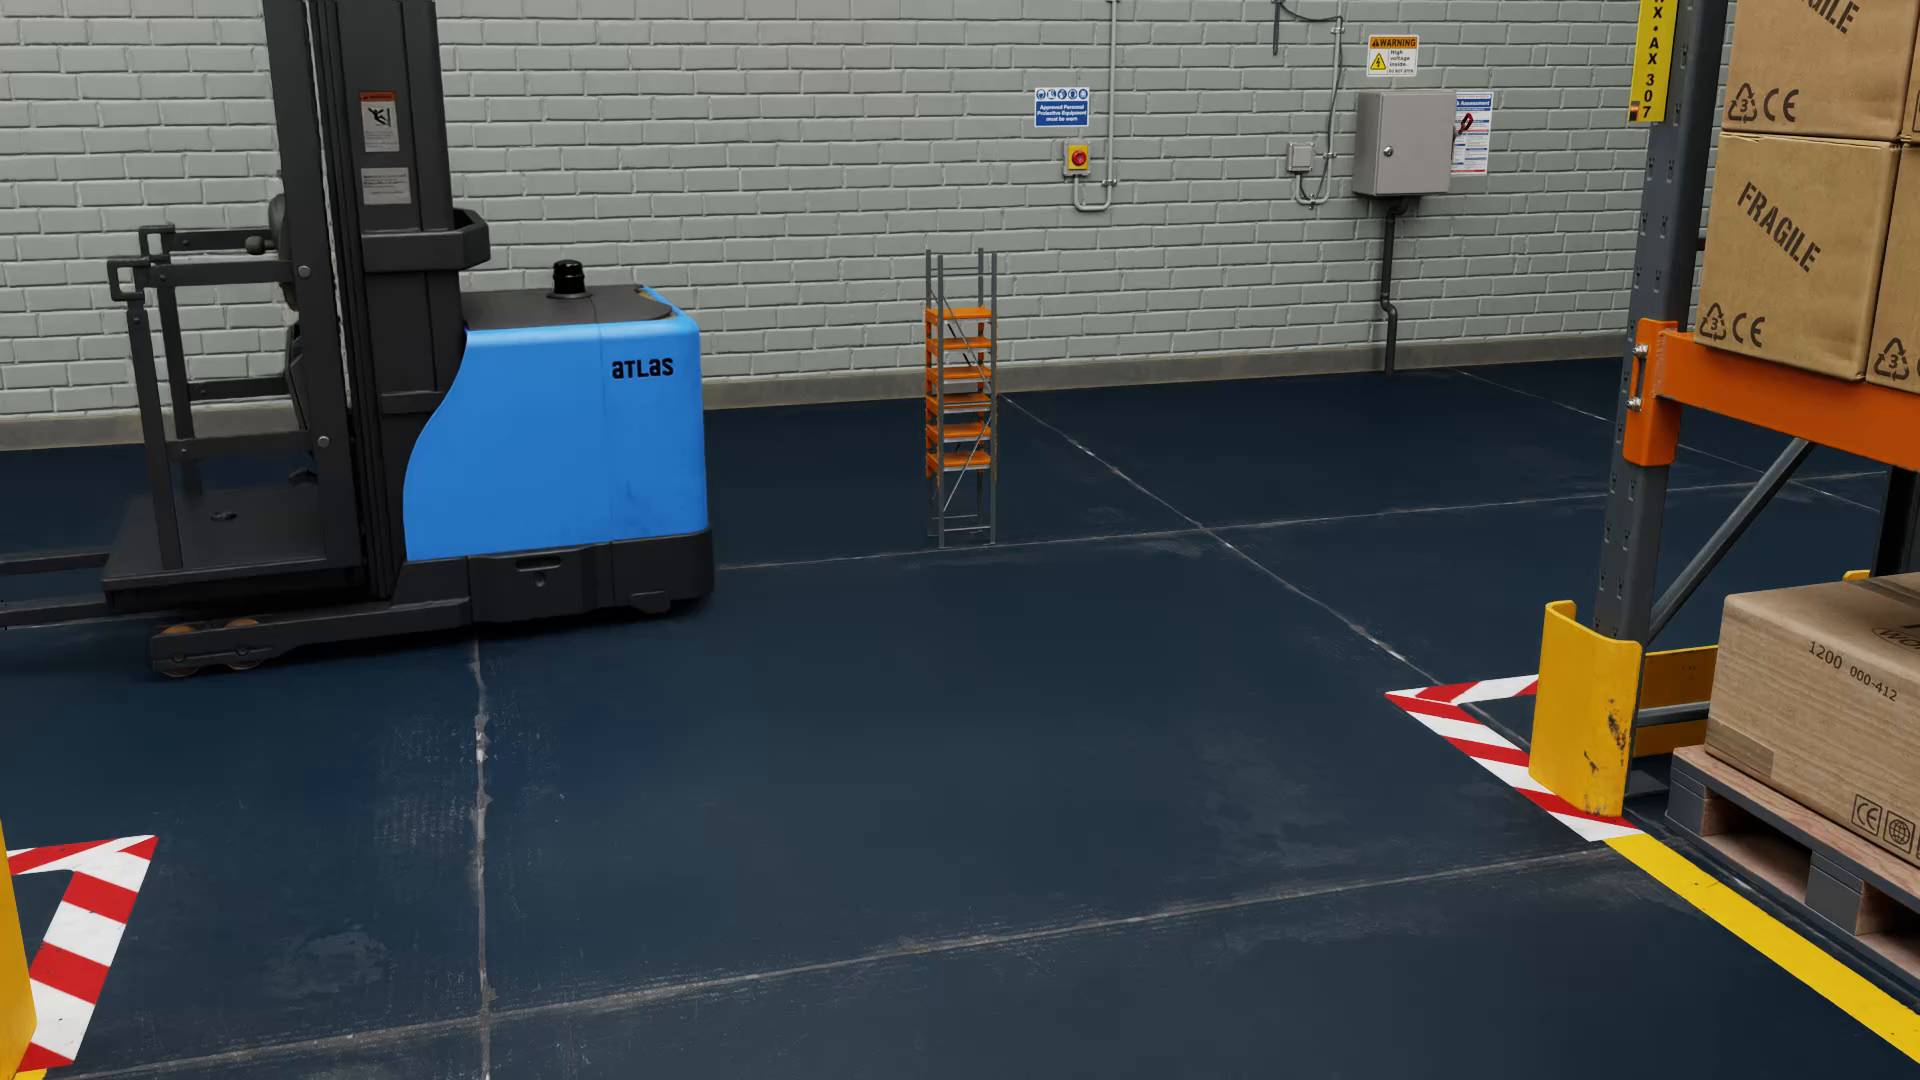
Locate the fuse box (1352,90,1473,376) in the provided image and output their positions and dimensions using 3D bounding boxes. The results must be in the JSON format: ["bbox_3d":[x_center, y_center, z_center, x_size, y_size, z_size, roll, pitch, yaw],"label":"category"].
[{"bbox_3d":[2.706,-1.840,10.102,0.539,1.711,0.414,-5,17,-15],"label":"fuse box"}]

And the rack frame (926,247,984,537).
[{"bbox_3d":[-0.021,-0.596,6.850,0.240,1.200,0.006,-5,17,-15],"label":"rack frame"}]

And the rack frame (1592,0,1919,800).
[{"bbox_3d":[2.218,-0.773,4.312,1.000,3.000,0.127,-5,17,-15],"label":"rack frame"}]

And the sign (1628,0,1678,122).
[{"bbox_3d":[1.683,-1.183,4.035,0.100,0.325,0.005,-5,17,-15],"label":"sign"}]

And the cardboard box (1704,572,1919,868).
[{"bbox_3d":[2.496,0.428,4.038,0.875,0.438,0.875,-5,18,-17],"label":"cardboard box"}]

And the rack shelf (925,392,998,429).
[{"bbox_3d":[0.004,-0.528,6.779,0.258,0.103,0.180,-5,17,-15],"label":"rack shelf"}]

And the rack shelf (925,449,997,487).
[{"bbox_3d":[0.004,-0.298,6.848,0.258,0.103,0.180,-5,17,-15],"label":"rack shelf"}]

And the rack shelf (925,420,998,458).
[{"bbox_3d":[0.004,-0.413,6.813,0.258,0.103,0.180,-5,17,-15],"label":"rack shelf"}]

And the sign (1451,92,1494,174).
[{"bbox_3d":[3.124,-2.507,10.251,0.329,0.494,0.001,-5,17,-15],"label":"sign"}]

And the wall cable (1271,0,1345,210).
[{"bbox_3d":[2.006,-2.933,9.736,0.588,1.984,0.122,-5,17,-15],"label":"wall cable"}]

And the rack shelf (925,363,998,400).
[{"bbox_3d":[0.004,-0.643,6.744,0.258,0.103,0.180,-5,17,-15],"label":"rack shelf"}]

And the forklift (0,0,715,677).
[{"bbox_3d":[-2.472,-1.125,5.602,3.031,2.935,1.130,-6,18,-19],"label":"forklift"}]

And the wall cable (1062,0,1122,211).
[{"bbox_3d":[0.646,-2.832,9.347,0.585,1.953,0.123,-5,17,-15],"label":"wall cable"}]

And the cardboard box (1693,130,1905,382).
[{"bbox_3d":[2.074,-0.665,3.780,0.500,0.500,0.500,-5,17,-16],"label":"cardboard box"}]

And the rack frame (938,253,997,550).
[{"bbox_3d":[0.029,-0.545,6.682,0.240,1.200,0.006,-5,17,-15],"label":"rack frame"}]

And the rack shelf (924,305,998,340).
[{"bbox_3d":[0.004,-0.873,6.675,0.258,0.103,0.180,-5,17,-15],"label":"rack shelf"}]

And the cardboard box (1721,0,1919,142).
[{"bbox_3d":[2.076,-1.145,3.636,0.500,0.500,0.500,-5,17,-16],"label":"cardboard box"}]

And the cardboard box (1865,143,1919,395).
[{"bbox_3d":[2.240,-0.528,3.321,0.500,0.500,0.500,-5,17,-16],"label":"cardboard box"}]

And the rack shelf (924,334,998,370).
[{"bbox_3d":[0.004,-0.758,6.710,0.258,0.103,0.180,-5,17,-15],"label":"rack shelf"}]

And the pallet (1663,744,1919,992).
[{"bbox_3d":[2.513,0.777,3.997,1.003,0.211,1.213,-5,17,-15],"label":"pallet"}]

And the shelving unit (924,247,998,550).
[{"bbox_3d":[0.004,-0.571,6.766,0.258,1.200,0.189,-5,17,-15],"label":"shelving unit"}]

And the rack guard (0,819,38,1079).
[{"bbox_3d":[-2.493,0.864,3.205,1.175,0.500,0.348,-5,17,-15],"label":"rack guard"}]

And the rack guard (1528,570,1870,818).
[{"bbox_3d":[2.211,0.417,4.693,1.175,0.500,0.348,-5,17,-15],"label":"rack guard"}]

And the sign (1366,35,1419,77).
[{"bbox_3d":[2.596,-2.905,9.974,0.339,0.242,0.001,-5,17,-15],"label":"sign"}]

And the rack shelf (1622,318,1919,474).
[{"bbox_3d":[2.768,0.125,2.573,1.077,0.370,4.000,-5,17,-15],"label":"rack shelf"}]

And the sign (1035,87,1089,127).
[{"bbox_3d":[0.583,-2.473,9.503,0.327,0.218,0.001,-5,17,-15],"label":"sign"}]

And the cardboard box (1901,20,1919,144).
[{"bbox_3d":[2.225,-1.002,3.162,0.500,0.500,0.500,-5,17,-17],"label":"cardboard box"}]
